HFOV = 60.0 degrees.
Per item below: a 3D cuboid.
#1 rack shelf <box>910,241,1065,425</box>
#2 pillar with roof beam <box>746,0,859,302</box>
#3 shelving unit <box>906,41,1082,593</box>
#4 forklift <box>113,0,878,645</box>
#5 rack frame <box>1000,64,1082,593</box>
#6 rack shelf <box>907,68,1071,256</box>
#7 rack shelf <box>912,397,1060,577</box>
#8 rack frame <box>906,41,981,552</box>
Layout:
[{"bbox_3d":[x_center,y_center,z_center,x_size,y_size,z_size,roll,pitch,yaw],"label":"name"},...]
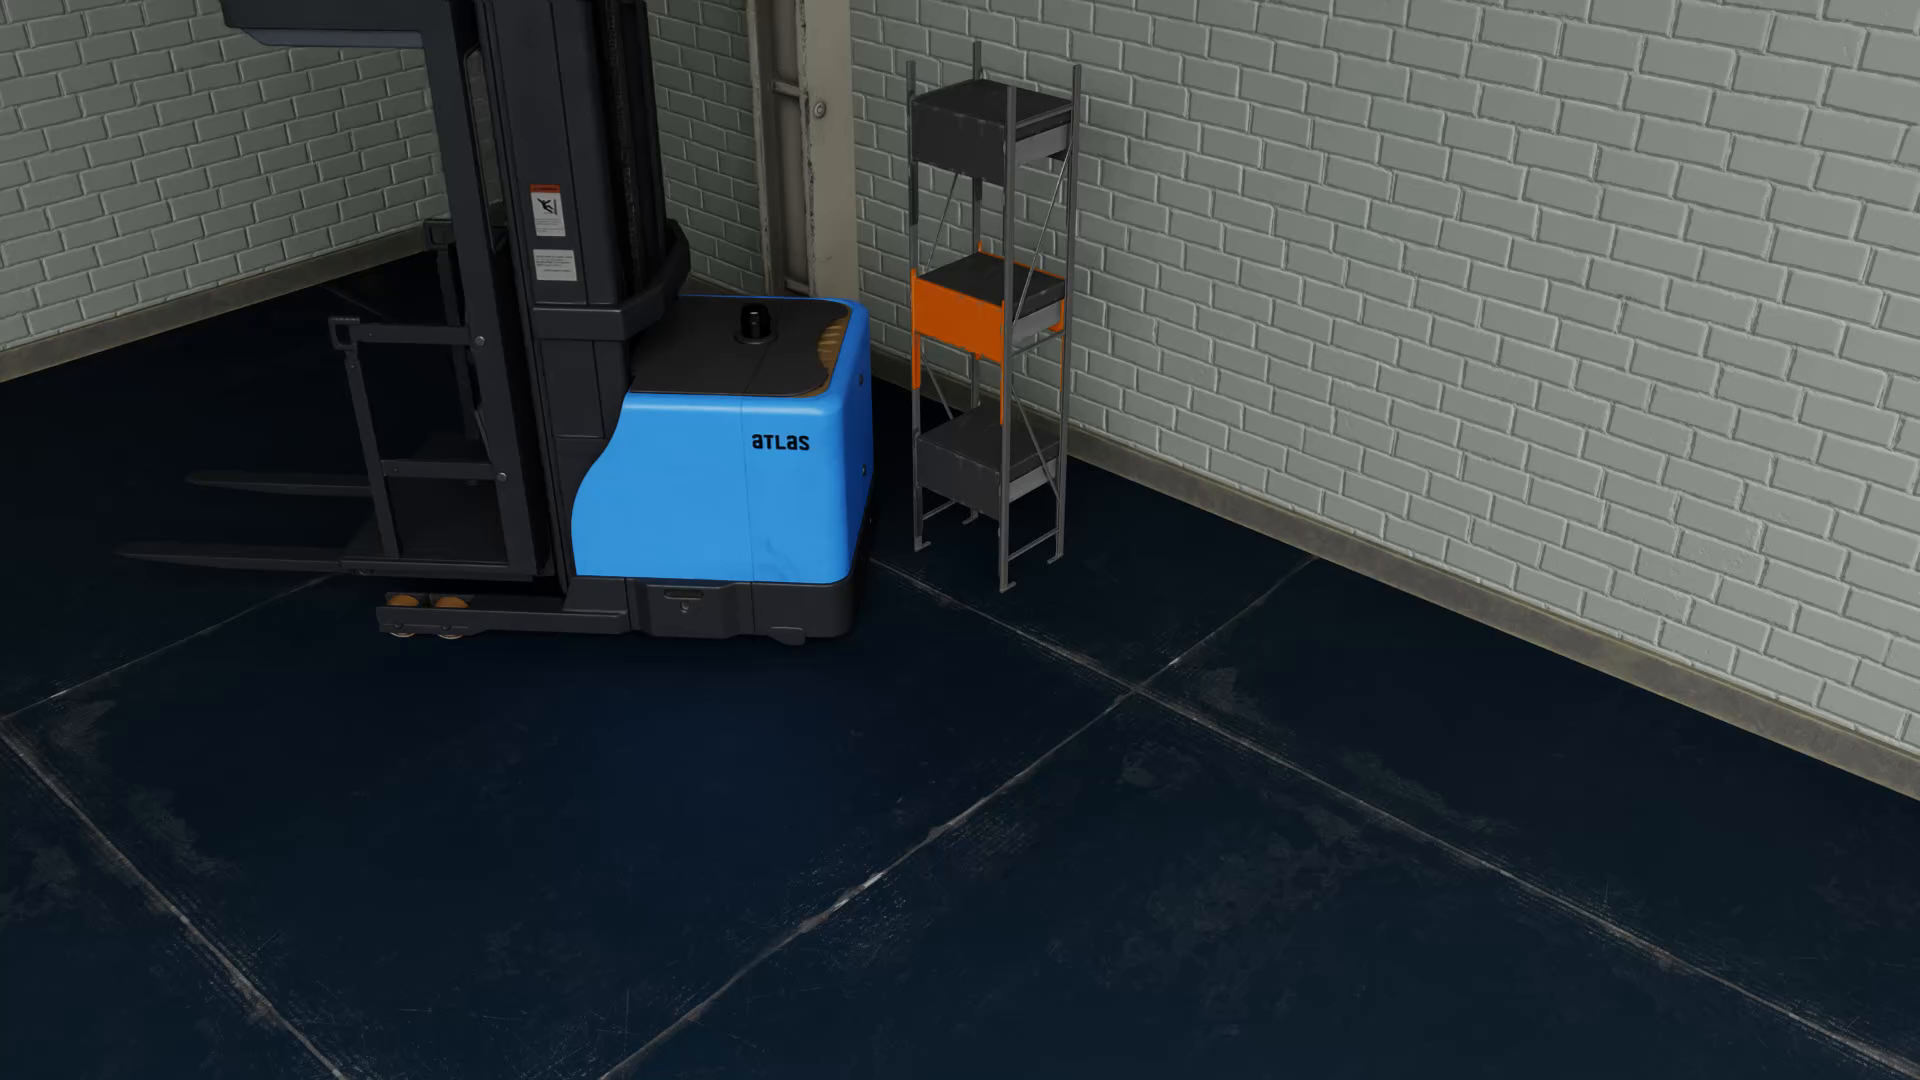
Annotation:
[{"bbox_3d":[0.123,-0.831,6.620,0.480,0.518,0.431,25,39,35],"label":"rack shelf"},{"bbox_3d":[-3.653,-3.132,3.727,0.400,9.000,9.100,25,39,35],"label":"pillar with roof beam"},{"bbox_3d":[0.123,-0.842,6.613,0.503,2.100,0.431,25,39,35],"label":"shelving unit"},{"bbox_3d":[-1.898,-1.132,6.289,3.031,2.935,1.130,2,31,3],"label":"forklift"},{"bbox_3d":[0.304,-0.758,6.473,0.015,2.100,0.400,25,39,35],"label":"rack frame"},{"bbox_3d":[0.123,-1.430,6.259,0.480,0.518,0.431,25,39,35],"label":"rack shelf"},{"bbox_3d":[0.123,-0.231,6.981,0.480,0.518,0.431,25,39,35],"label":"rack shelf"},{"bbox_3d":[-0.058,-0.927,6.754,0.015,2.100,0.400,25,39,35],"label":"rack frame"}]
